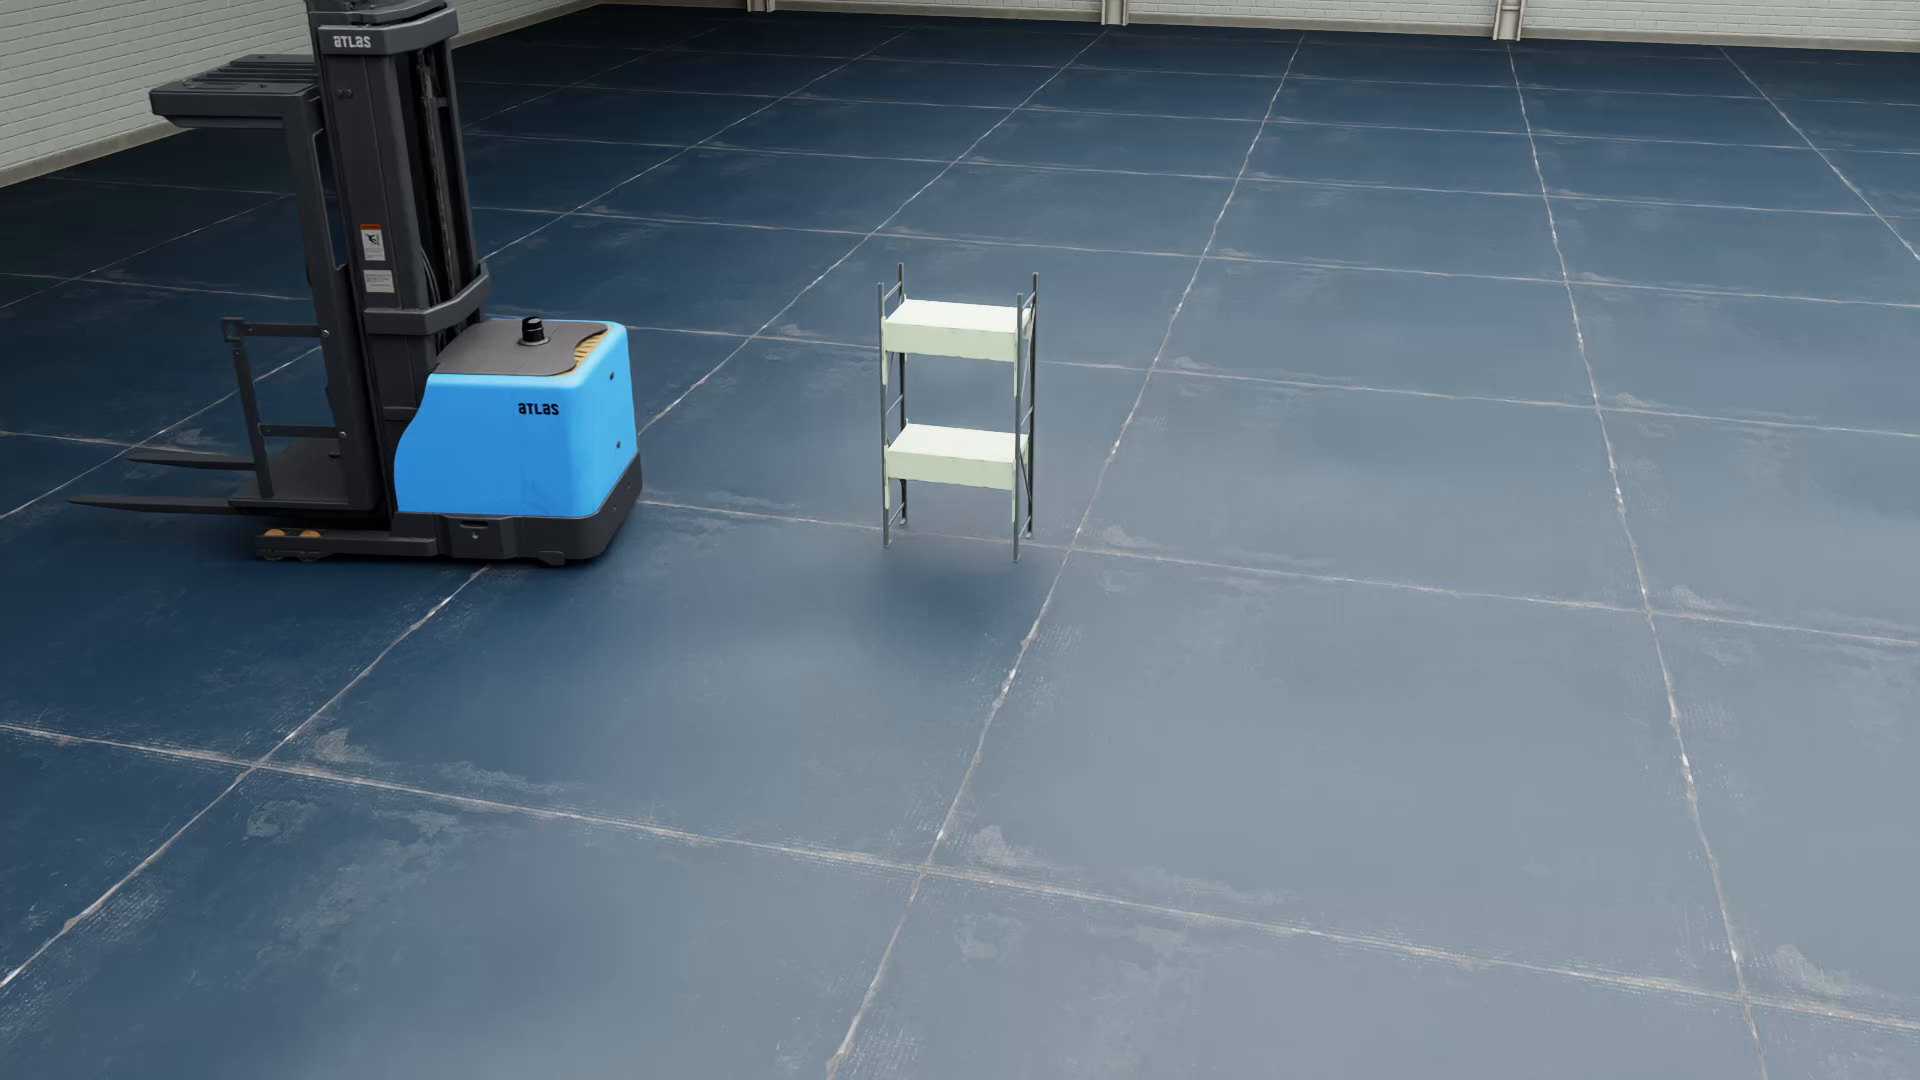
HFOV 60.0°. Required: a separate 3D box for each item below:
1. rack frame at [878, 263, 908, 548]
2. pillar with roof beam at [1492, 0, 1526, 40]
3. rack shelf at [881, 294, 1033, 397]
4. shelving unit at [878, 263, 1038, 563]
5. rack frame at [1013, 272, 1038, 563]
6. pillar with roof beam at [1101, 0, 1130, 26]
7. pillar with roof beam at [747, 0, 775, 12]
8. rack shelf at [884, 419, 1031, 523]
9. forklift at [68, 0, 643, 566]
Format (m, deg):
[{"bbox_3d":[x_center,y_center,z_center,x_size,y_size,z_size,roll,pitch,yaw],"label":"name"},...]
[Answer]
[{"bbox_3d":[-0.361,-0.717,9.011,0.023,1.500,0.400,6,26,13],"label":"rack frame"},{"bbox_3d":[7.216,-9.886,19.547,0.400,9.000,9.100,6,26,13],"label":"pillar with roof beam"},{"bbox_3d":[-0.006,-1.030,8.761,0.720,0.370,0.431,6,26,13],"label":"rack shelf"},{"bbox_3d":[-0.006,-0.678,8.929,0.755,1.500,0.431,6,26,13],"label":"shelving unit"},{"bbox_3d":[0.348,-0.639,8.847,0.023,1.500,0.400,6,26,13],"label":"rack frame"},{"bbox_3d":[1.405,-10.529,20.896,0.400,9.000,9.100,6,26,13],"label":"pillar with roof beam"},{"bbox_3d":[-4.406,-11.171,22.246,0.400,9.000,9.100,6,26,13],"label":"pillar with roof beam"},{"bbox_3d":[-0.006,-0.384,9.069,0.720,0.370,0.431,6,26,13],"label":"rack shelf"},{"bbox_3d":[-3.397,-1.429,8.841,3.031,2.935,1.130,2,26,4],"label":"forklift"}]
